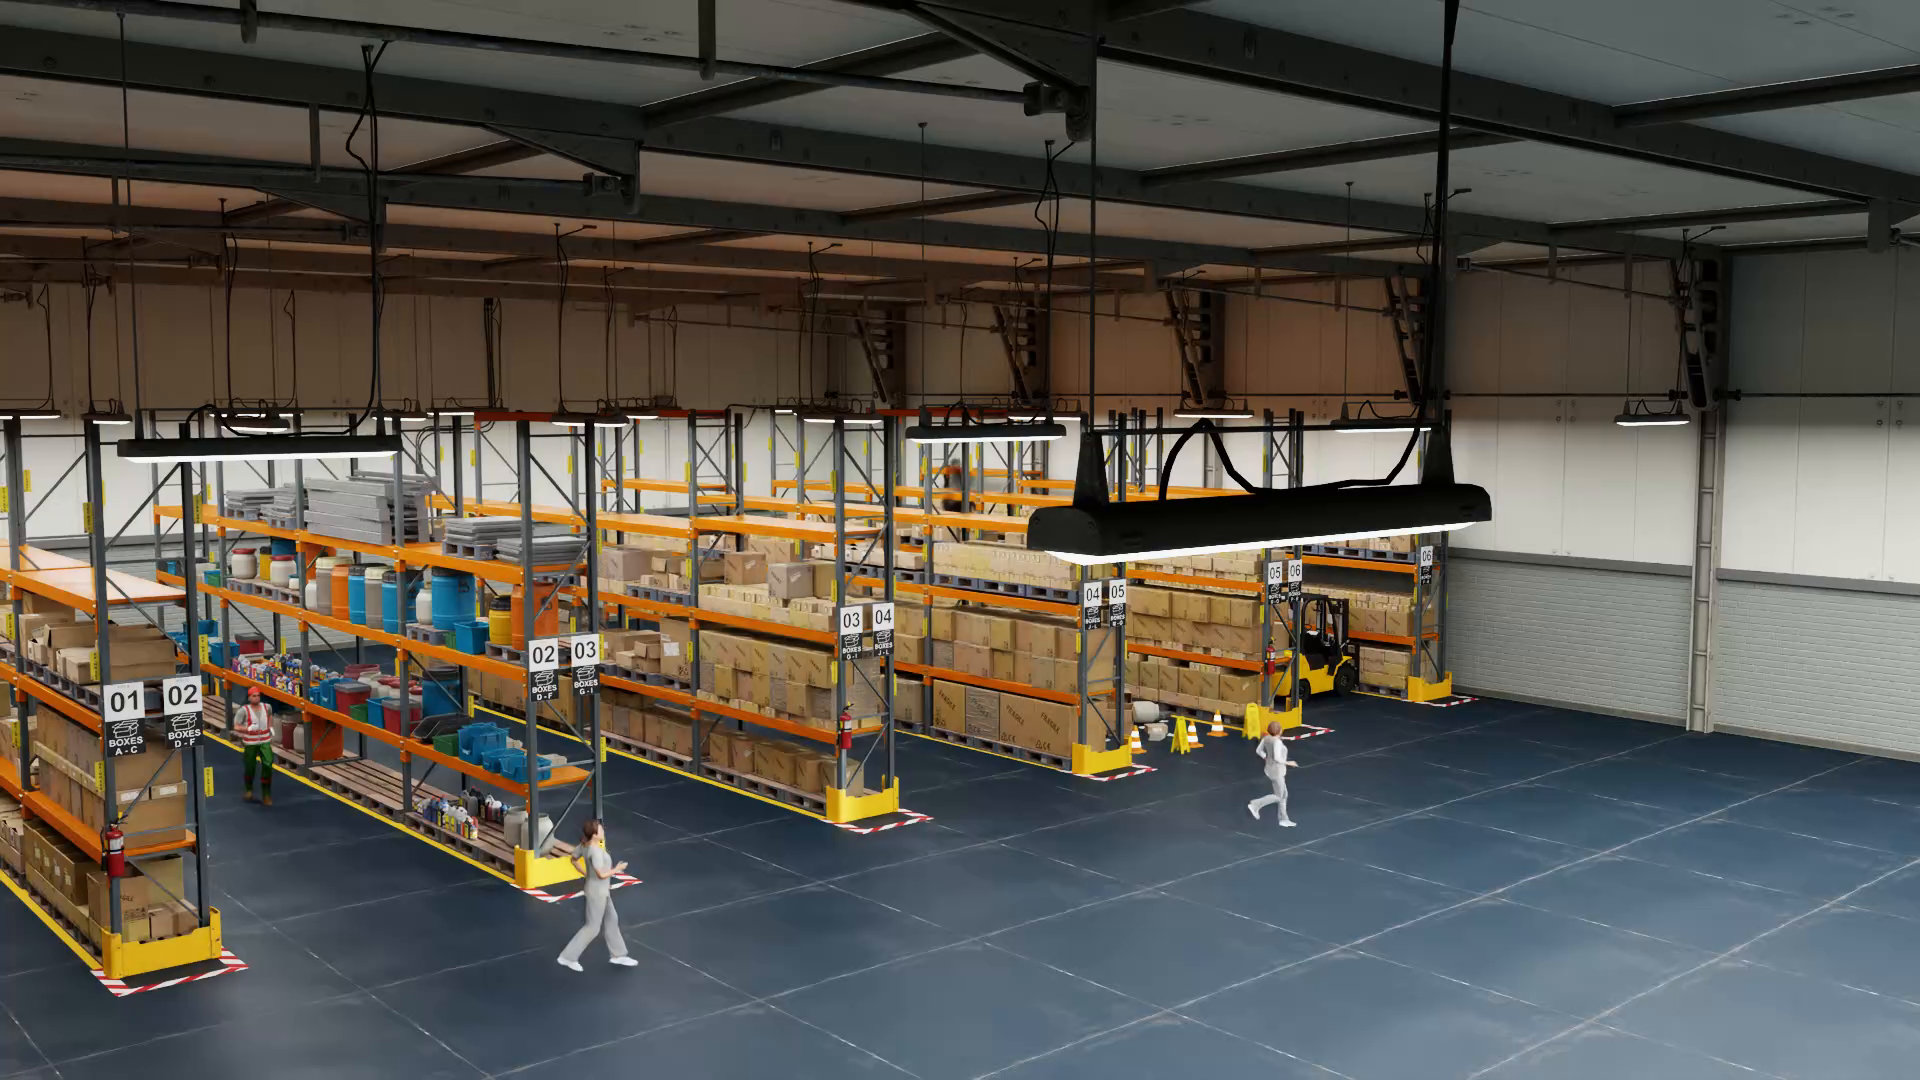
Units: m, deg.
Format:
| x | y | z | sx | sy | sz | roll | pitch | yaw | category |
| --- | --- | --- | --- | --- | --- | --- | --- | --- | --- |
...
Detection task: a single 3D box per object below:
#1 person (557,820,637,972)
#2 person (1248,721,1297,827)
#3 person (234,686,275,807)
| x | y | z | sx | sy | sz | roll | pitch | yaw | category |
| --- | --- | --- | --- | --- | --- | --- | --- | --- | --- |
| -3.957 | 3.880 | 18.125 | 0.875 | 1.681 | 0.559 | -2 | 5 | -22 | person |
| 4.552 | 3.423 | 24.255 | 0.779 | 1.580 | 0.537 | -1 | 5 | -12 | person |
| -10.882 | 3.180 | 25.692 | 0.649 | 1.860 | 0.819 | -4 | 6 | -37 | person |
